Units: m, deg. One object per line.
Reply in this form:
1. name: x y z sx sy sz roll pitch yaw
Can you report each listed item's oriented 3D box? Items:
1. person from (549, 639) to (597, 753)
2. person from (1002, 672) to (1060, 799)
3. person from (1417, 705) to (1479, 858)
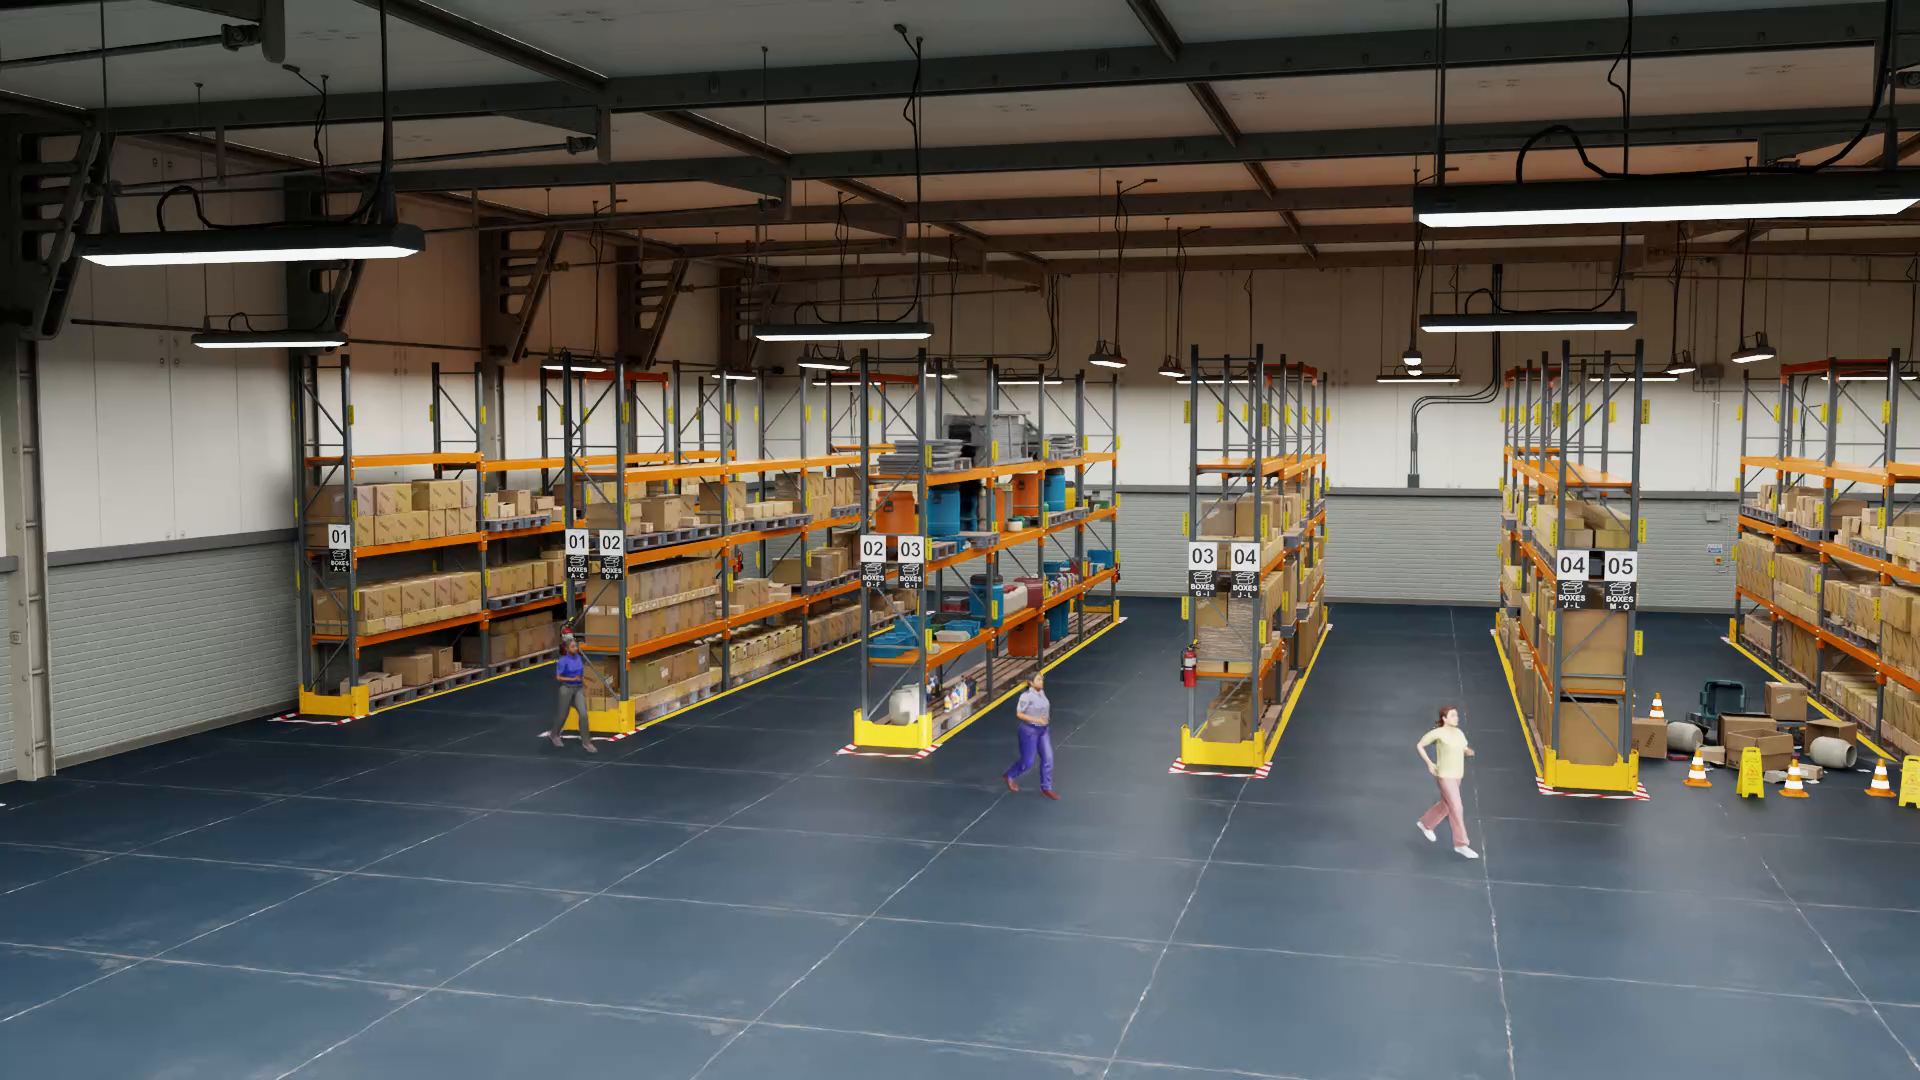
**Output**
1. person: -5.771 2.297 24.715 0.914 1.670 0.585 4 6 41
2. person: 0.954 2.534 21.758 0.859 1.635 0.615 4 6 40
3. person: 5.589 2.715 19.025 0.569 1.666 0.957 -3 5 -34
